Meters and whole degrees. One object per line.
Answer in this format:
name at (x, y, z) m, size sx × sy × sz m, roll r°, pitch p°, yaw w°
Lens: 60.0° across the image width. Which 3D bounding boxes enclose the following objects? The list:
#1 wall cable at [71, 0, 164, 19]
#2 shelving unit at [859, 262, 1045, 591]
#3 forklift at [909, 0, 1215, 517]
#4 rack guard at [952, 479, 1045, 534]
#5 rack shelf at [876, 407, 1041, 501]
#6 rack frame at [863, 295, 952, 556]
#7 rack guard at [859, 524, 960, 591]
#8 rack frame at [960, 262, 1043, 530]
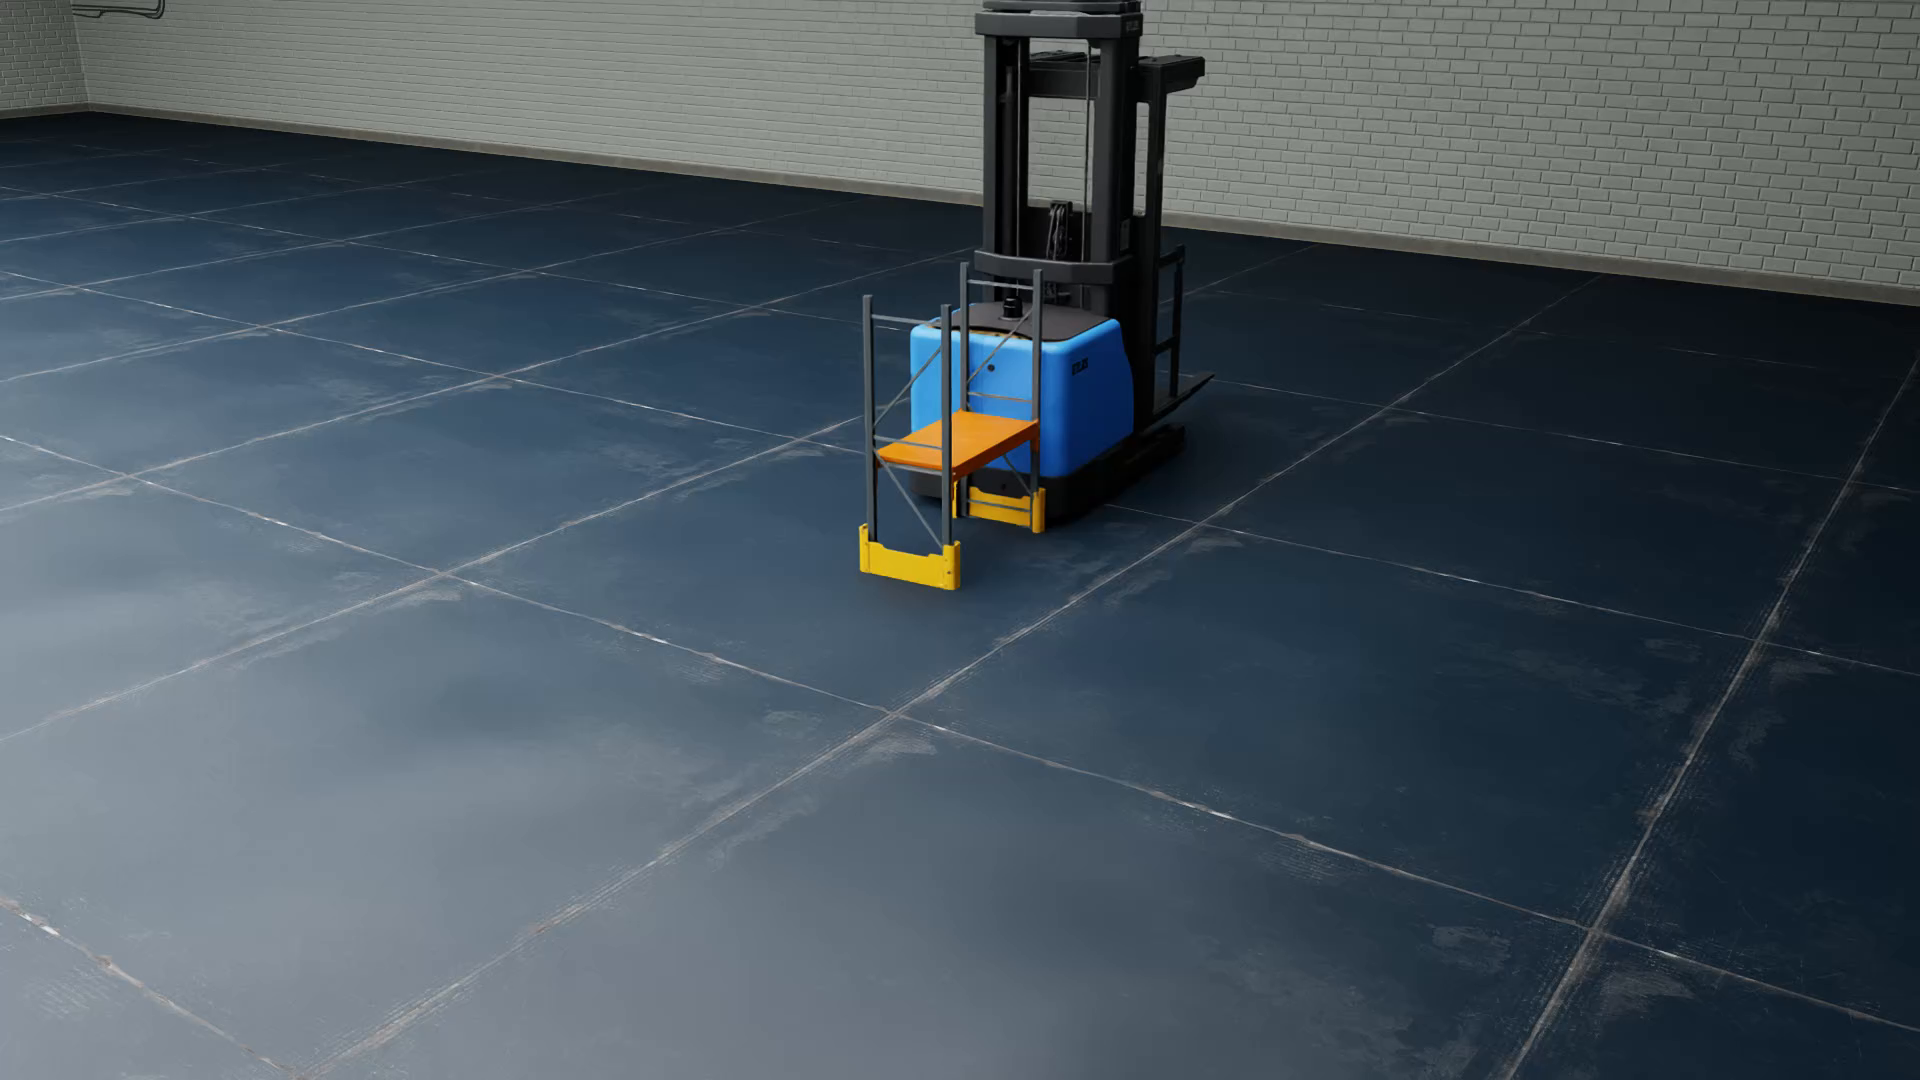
wall cable at (-15.077, -10.496, 29.281) m, size 3.097 × 2.526 × 0.112 m, roll 13°, pitch 24°, yaw 32°
shelving unit at (-0.025, -0.648, 8.991) m, size 0.587 × 1.500 × 1.083 m, roll 11°, pitch 23°, yaw 27°
forklift at (0.837, -1.972, 10.508) m, size 1.130 × 2.935 × 3.031 m, roll 11°, pitch 23°, yaw 26°
rack guard at (0.217, -0.212, 9.616) m, size 0.587 × 0.250 × 0.087 m, roll 11°, pitch 23°, yaw 27°
rack shelf at (-0.021, -0.482, 9.060) m, size 0.538 × 0.185 × 1.000 m, roll 11°, pitch 23°, yaw 27°
rack frame at (-0.268, -0.496, 8.581) m, size 0.500 × 1.500 × 0.032 m, roll 11°, pitch 23°, yaw 27°
rack guard at (-0.267, 0.090, 8.799) m, size 0.587 × 0.250 × 0.087 m, roll 11°, pitch 23°, yaw 27°
rack frame at (0.226, -0.804, 9.415) m, size 0.500 × 1.500 × 0.032 m, roll 11°, pitch 23°, yaw 27°
